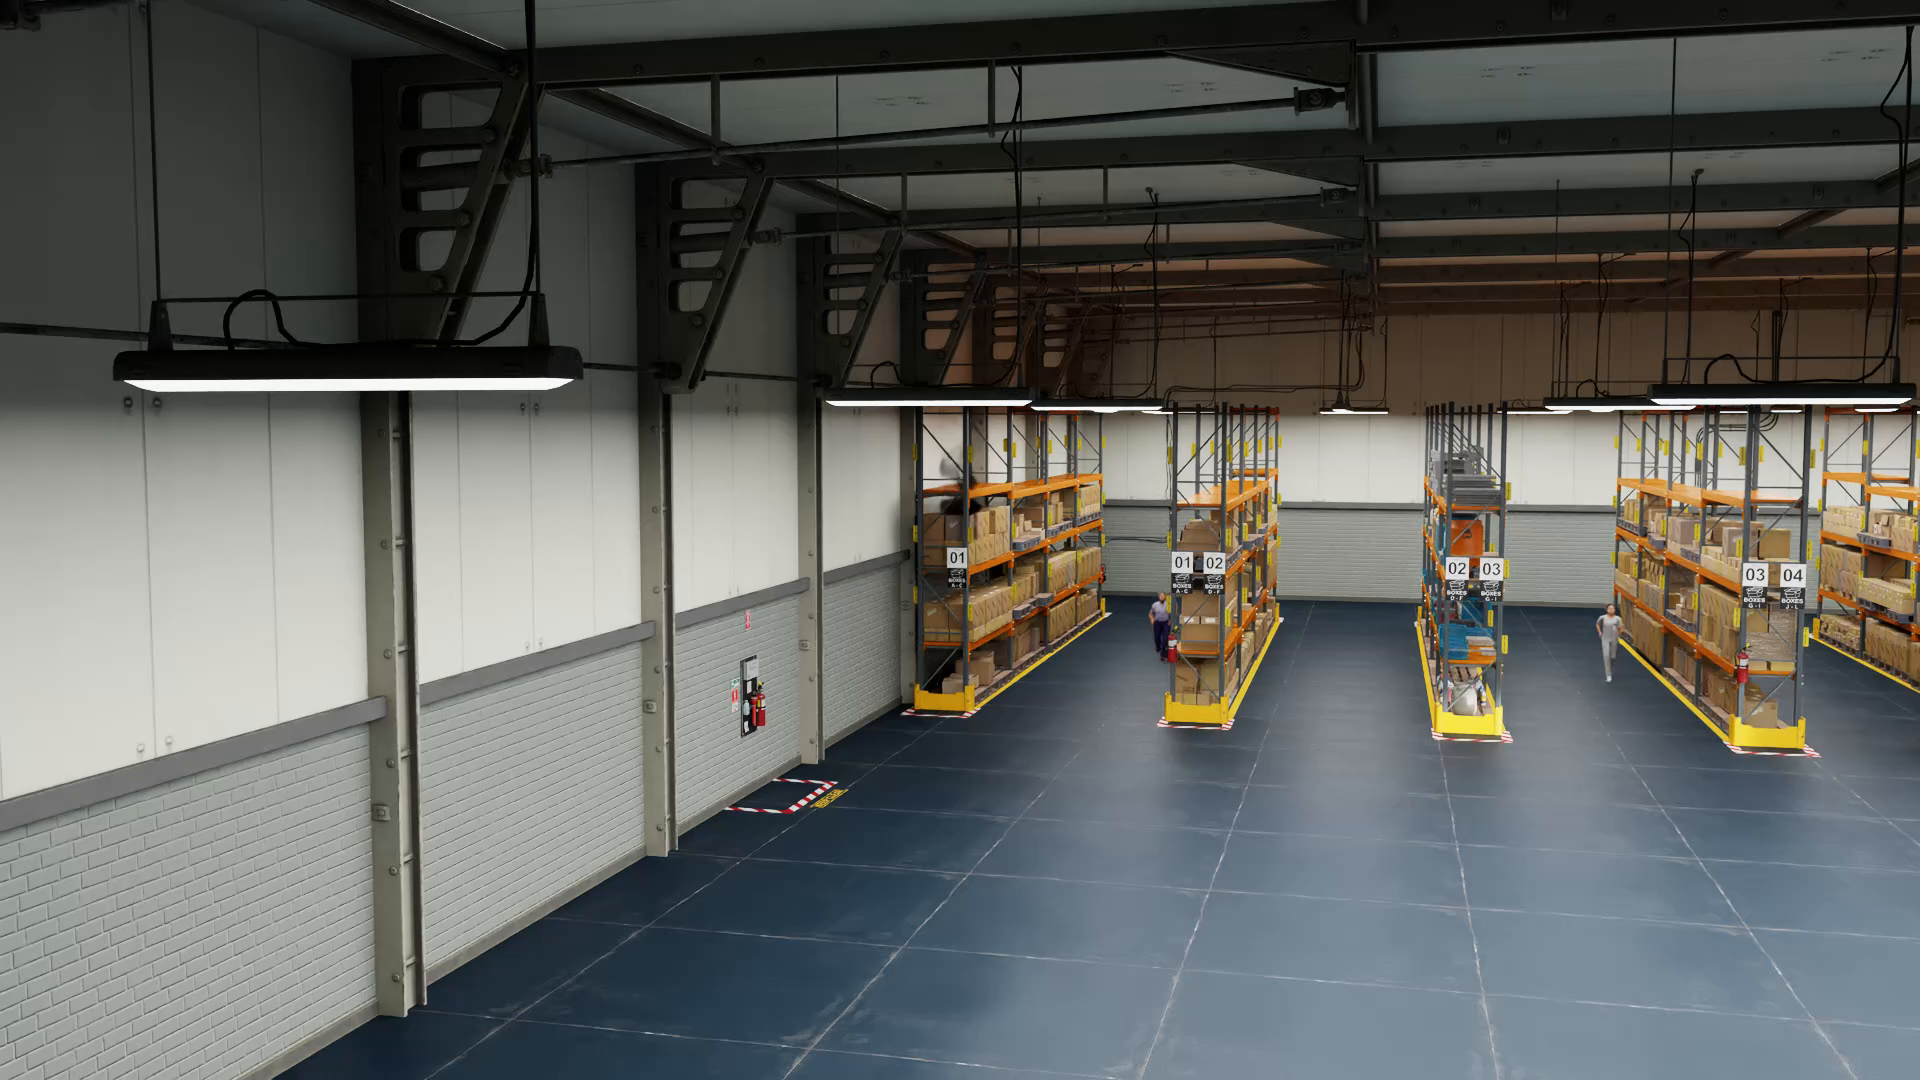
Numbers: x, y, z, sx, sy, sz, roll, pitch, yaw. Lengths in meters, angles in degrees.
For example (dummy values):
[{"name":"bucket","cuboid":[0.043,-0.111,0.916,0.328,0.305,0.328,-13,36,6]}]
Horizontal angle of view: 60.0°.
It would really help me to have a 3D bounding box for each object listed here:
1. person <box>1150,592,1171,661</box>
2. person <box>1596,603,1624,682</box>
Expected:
[{"name":"person","cuboid":[4.790,2.028,39.359,0.616,1.612,0.599,1,4,9]},{"name":"person","cuboid":[14.179,2.214,36.286,0.568,1.675,0.930,1,4,18]}]
